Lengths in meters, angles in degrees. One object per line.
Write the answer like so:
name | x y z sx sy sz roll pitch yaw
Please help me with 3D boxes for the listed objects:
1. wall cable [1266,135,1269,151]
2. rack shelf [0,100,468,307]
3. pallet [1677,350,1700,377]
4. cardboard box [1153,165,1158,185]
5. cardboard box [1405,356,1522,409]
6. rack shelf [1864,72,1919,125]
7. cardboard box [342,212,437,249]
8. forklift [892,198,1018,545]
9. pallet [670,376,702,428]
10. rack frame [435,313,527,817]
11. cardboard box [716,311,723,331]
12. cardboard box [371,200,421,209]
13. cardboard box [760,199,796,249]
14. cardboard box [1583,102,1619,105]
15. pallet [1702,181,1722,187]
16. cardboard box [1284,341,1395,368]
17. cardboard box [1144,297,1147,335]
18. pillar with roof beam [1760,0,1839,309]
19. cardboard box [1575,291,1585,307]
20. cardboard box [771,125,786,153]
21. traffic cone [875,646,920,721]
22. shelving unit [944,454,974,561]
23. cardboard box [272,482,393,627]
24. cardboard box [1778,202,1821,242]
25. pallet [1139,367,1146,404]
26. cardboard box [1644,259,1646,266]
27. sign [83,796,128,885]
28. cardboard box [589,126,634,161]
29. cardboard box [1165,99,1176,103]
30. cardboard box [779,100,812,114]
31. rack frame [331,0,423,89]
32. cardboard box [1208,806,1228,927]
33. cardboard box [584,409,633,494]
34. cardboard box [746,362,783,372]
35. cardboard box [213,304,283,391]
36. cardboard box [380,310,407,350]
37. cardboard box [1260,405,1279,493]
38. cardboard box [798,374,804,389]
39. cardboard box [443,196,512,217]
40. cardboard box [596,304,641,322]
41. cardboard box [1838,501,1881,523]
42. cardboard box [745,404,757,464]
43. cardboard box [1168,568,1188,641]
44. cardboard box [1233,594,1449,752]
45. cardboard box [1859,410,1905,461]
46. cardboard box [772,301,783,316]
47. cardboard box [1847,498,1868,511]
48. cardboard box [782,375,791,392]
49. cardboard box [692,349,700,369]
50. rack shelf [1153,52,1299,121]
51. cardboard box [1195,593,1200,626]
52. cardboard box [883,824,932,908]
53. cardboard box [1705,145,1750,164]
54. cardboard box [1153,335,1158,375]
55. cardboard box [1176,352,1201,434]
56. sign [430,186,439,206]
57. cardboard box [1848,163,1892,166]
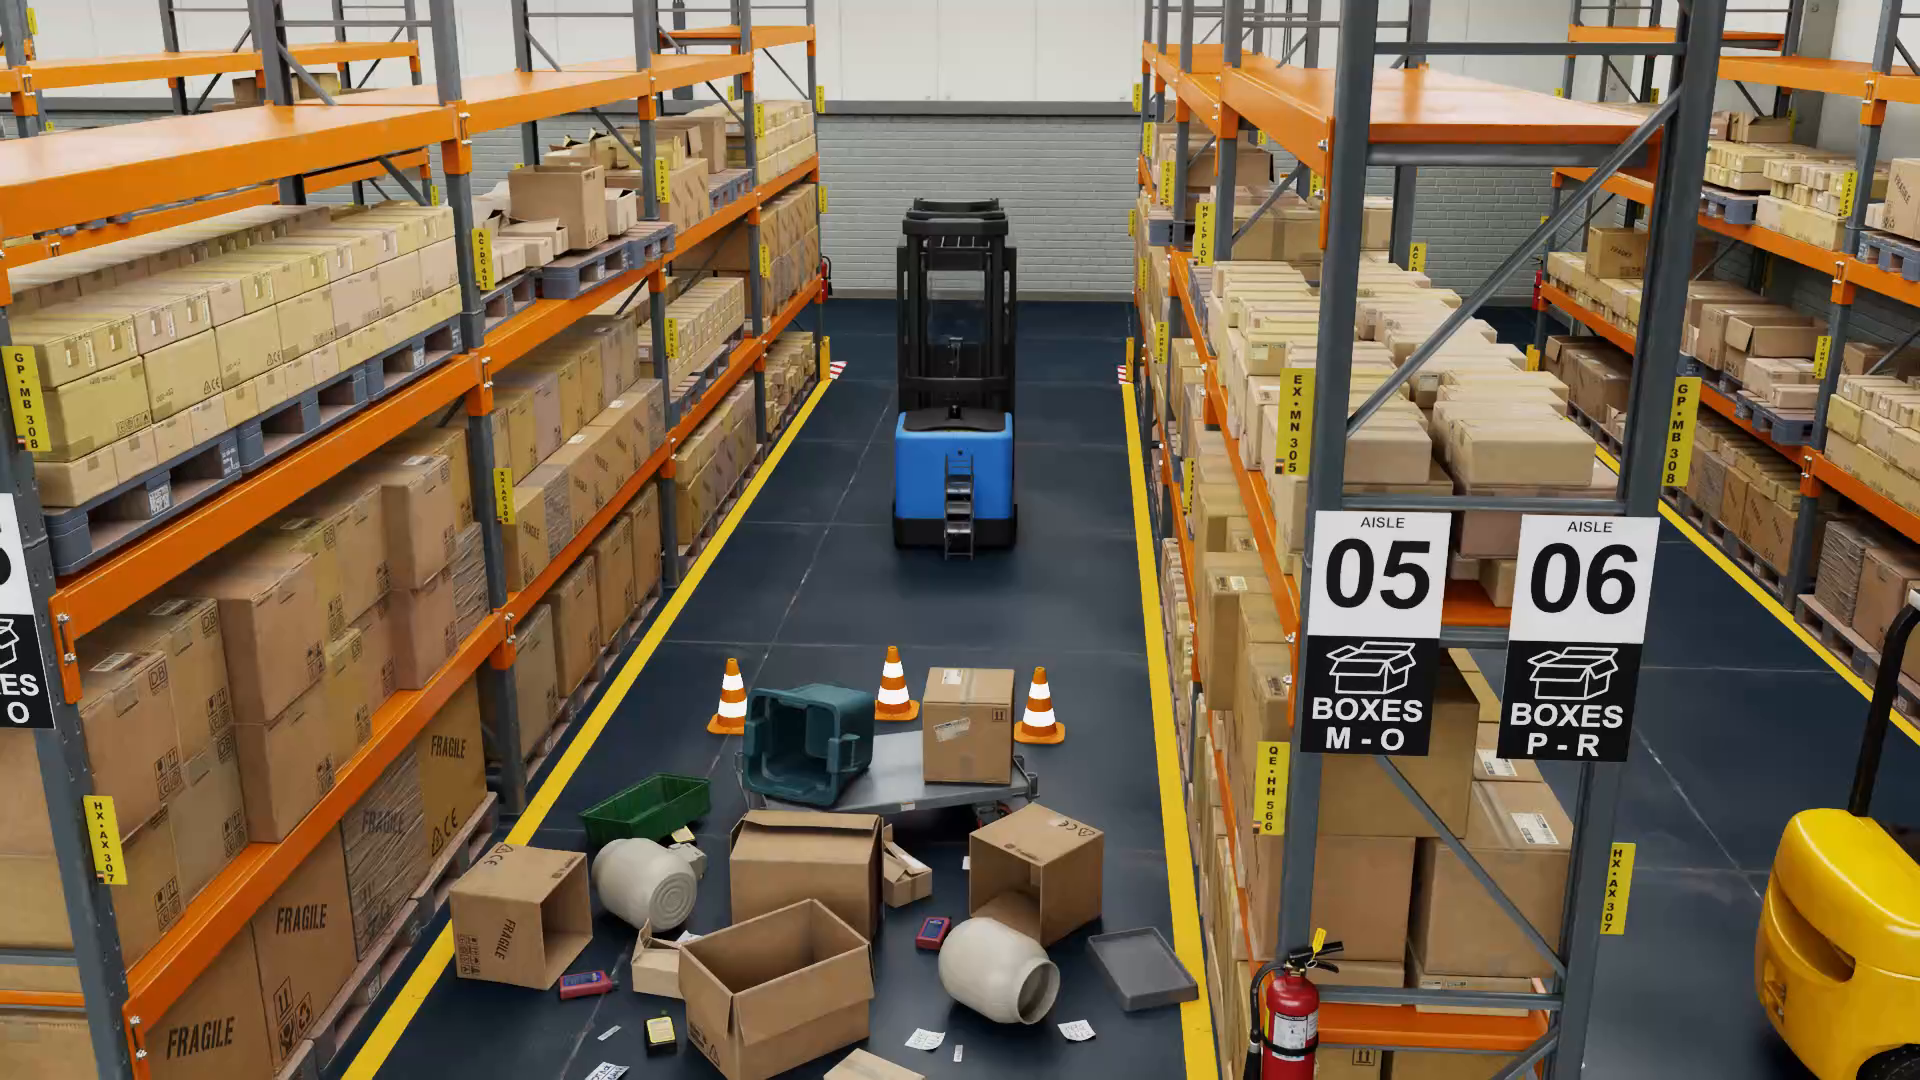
wall cable | 4.490 -5.662 25.753 0.588 1.984 0.122 1 18 4
rack shelf | -3.255 -1.505 6.862 1.077 0.370 4.000 1 18 4
pallet | 7.192 -1.766 15.804 1.003 0.211 1.213 1 18 4
cardboard box | 1.967 -3.342 15.187 0.380 0.166 0.250 0 18 0
cardboard box | 1.871 -0.587 6.203 0.380 0.149 0.250 1 18 4
rack shelf | 6.928 -2.559 10.078 1.077 0.370 4.000 1 18 4
cardboard box | -2.838 -1.540 8.277 0.380 0.149 0.250 1 18 4
forklift | -0.024 -1.751 15.558 1.130 2.935 3.031 0 18 1
pallet | -2.880 -1.182 14.022 1.213 0.211 1.003 1 18 4
rack frame | -3.111 0.193 9.518 1.000 3.000 0.127 1 18 4
cardboard box | -2.443 -2.061 15.646 0.380 0.149 0.250 0 18 1
cardboard box | -6.964 -3.946 20.706 0.500 0.500 0.500 2 18 5
cardboard box | -2.135 -3.567 18.748 0.500 0.500 0.500 1 18 2
cardboard box | 7.362 -4.946 19.344 0.500 0.250 0.500 1 18 3
pallet | 7.241 -3.238 15.473 1.213 0.211 1.003 1 18 4
cardboard box | 1.472 -0.676 6.473 0.380 0.149 0.250 1 18 2
cardboard box | 2.185 -2.410 17.300 0.500 0.500 0.500 1 18 4
pillar with roof beam | 4.013 -5.246 16.482 9.100 9.000 0.400 1 18 4
cardboard box | 7.205 -2.731 18.844 0.380 0.149 0.250 1 18 2
cardboard box | -2.174 -4.338 17.967 0.500 0.250 0.500 2 18 5
traffic cone | -0.451 0.949 11.285 0.336 0.463 0.334 1 18 4
shelving unit | -0.008 -0.279 14.329 0.258 0.900 0.210 0 18 1
cardboard box | -3.271 0.060 7.947 0.875 0.550 0.550 1 18 4
cardboard box | 6.901 -2.536 13.269 0.500 0.250 0.500 1 18 4
pallet | 2.714 -1.880 20.321 1.003 0.211 1.213 1 18 4
cardboard box | 7.838 -3.107 19.350 0.500 0.250 0.500 1 18 4
sign | -2.845 1.000 5.536 0.100 0.325 0.005 1 18 4
cardboard box | -2.983 -3.418 14.329 0.396 0.266 0.258 1 18 4
cardboard box | 2.399 -4.552 18.186 0.500 0.500 0.500 2 18 5
cardboard box | -1.982 -5.206 19.973 0.380 0.149 0.250 1 18 3
rack frame | -7.191 -6.527 20.391 1.000 3.000 0.127 1 18 4
cardboard box | 1.456 1.527 7.982 0.500 0.500 0.500 2 18 7
cardboard box | -2.662 -0.641 11.902 0.500 0.500 0.500 1 18 3
cardboard box | -2.226 -1.931 18.947 0.380 0.149 0.250 1 18 2
cardboard box | -3.037 -0.766 6.555 0.500 0.250 0.500 1 18 3
cardboard box | -2.872 -1.002 7.916 0.380 0.149 0.250 1 18 4
cardboard box | 1.365 -0.302 5.974 0.500 0.250 0.500 1 18 3
cardboard box | -2.064 -1.891 19.781 0.380 0.149 0.250 0 18 1
cardboard box | -3.169 -2.145 11.142 0.500 0.311 0.500 1 18 3
cardboard box | -3.132 -2.057 15.158 0.380 0.149 0.250 2 18 6
cardboard box | 7.381 0.003 13.437 0.500 0.500 0.500 2 18 6
cardboard box | -2.340 -1.068 16.706 0.500 0.500 0.500 1 18 3
cardboard box | 2.025 0.483 12.177 0.950 0.372 0.625 1 18 3
cardboard box | 1.409 0.530 6.246 0.700 0.500 0.500 1 18 4
cardboard box | 6.759 -0.739 11.800 0.500 0.250 0.500 2 18 6
cardboard box | -2.171 -2.580 18.384 0.380 0.149 0.250 2 18 5
cardboard box | 7.419 -0.336 13.429 0.380 0.149 0.250 2 18 7
cardboard box | -2.136 -1.786 18.983 0.380 0.149 0.250 1 18 3
cardboard box | -2.518 -1.598 14.712 0.380 0.149 0.250 2 18 6
rack shelf | 2.263 -3.911 14.203 1.077 0.370 4.000 1 18 4
cardboard box | 1.524 0.213 8.816 0.500 0.500 0.500 1 18 4
cardboard box | -0.366 1.776 9.076 0.258 0.266 0.396 -13 22 -34
cardboard box | 6.898 -3.472 14.975 0.380 0.149 0.250 1 18 3
cardboard box | 1.951 -1.612 14.462 0.500 0.250 0.500 1 18 2
cardboard box | 1.826 -1.062 12.035 0.500 0.500 0.500 2 18 7
sign | -6.651 -4.323 21.058 0.100 0.325 0.005 1 18 4
cardboard box | 7.437 -2.971 13.478 0.380 0.149 0.250 1 18 4
